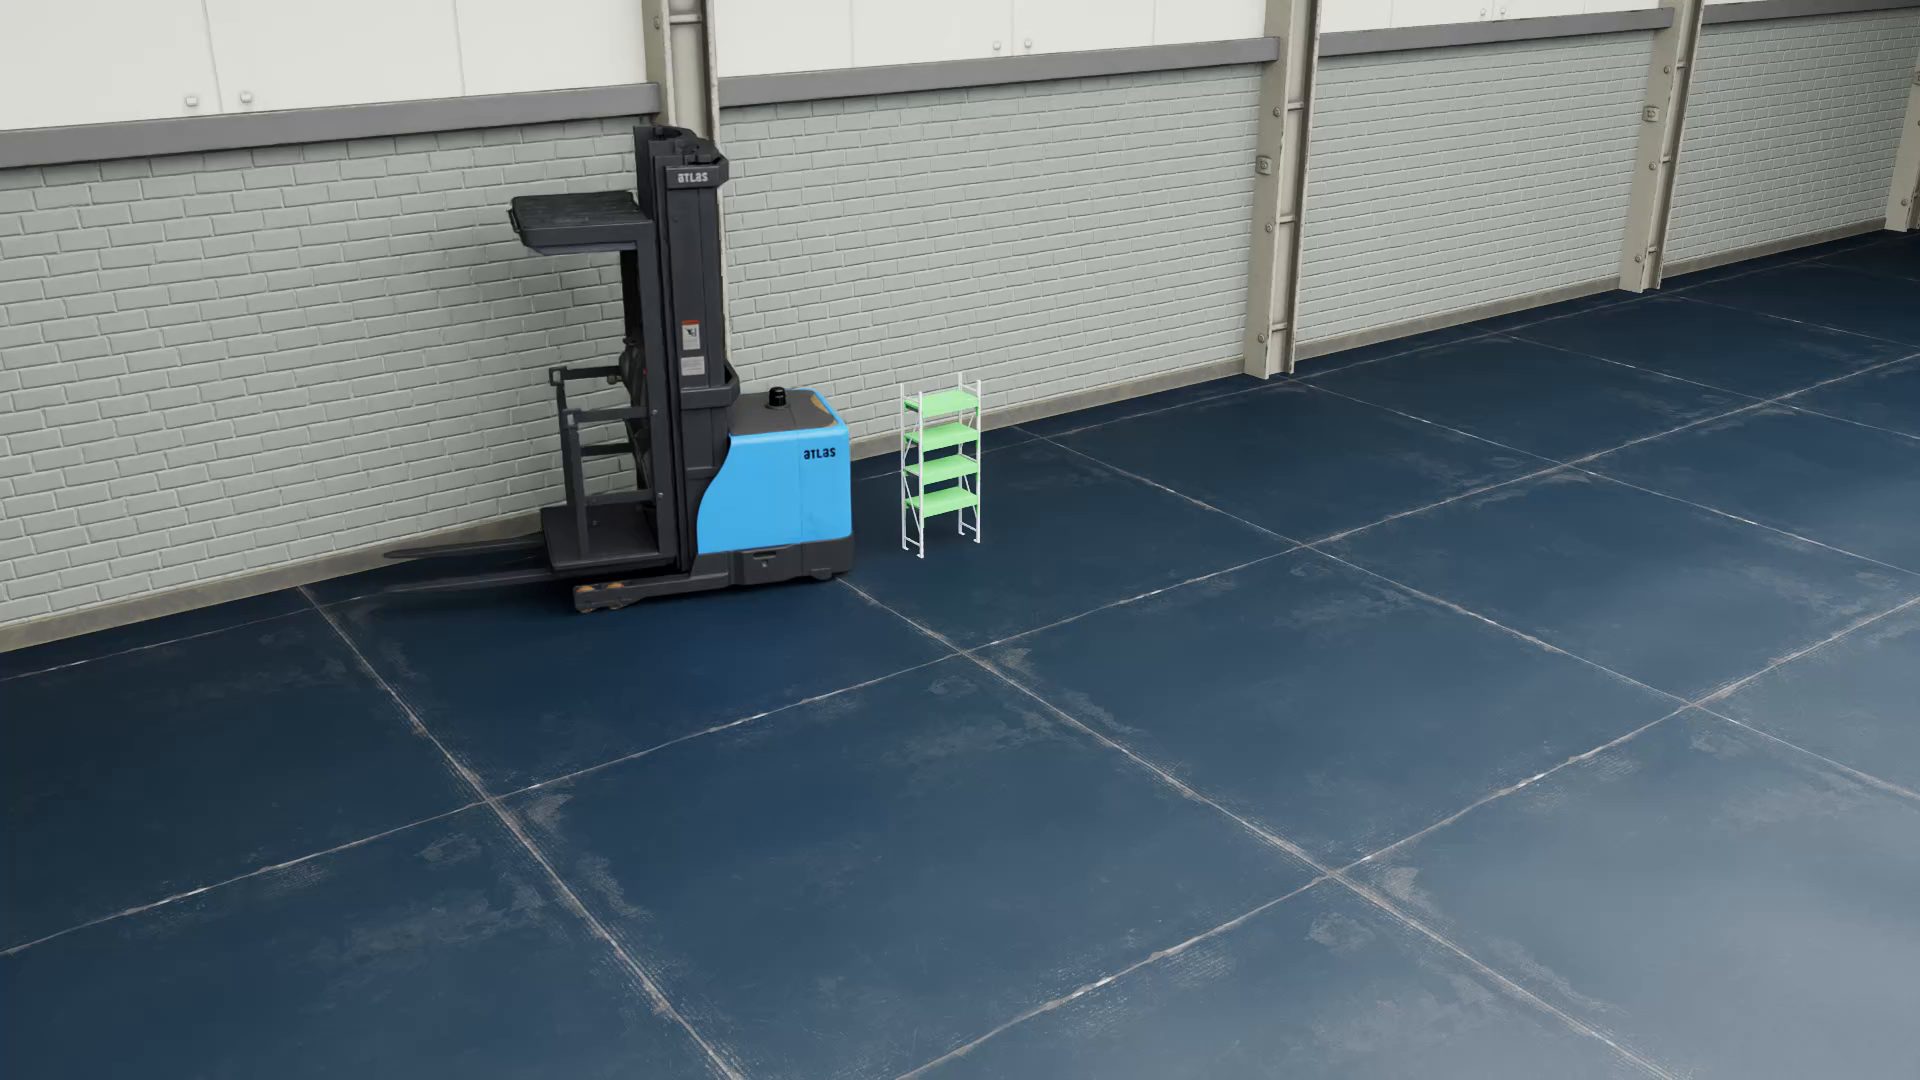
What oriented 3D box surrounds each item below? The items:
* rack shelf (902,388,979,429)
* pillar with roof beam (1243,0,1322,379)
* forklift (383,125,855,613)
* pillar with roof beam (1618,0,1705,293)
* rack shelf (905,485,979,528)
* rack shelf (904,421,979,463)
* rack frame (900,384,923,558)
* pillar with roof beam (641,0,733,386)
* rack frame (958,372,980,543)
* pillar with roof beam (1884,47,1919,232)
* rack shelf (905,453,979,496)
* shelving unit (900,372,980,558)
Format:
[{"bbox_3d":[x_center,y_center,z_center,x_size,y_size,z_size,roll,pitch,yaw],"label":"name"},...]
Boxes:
[{"bbox_3d":[-0.134,-0.908,11.430,0.480,0.148,0.258,-15,26,-33],"label":"rack shelf"},{"bbox_3d":[5.461,-4.490,11.007,0.400,9.000,9.100,-15,26,-33],"label":"pillar with roof beam"},{"bbox_3d":[-2.289,-1.112,10.727,3.031,2.935,1.130,-7,23,-16],"label":"forklift"},{"bbox_3d":[10.331,-5.789,14.261,0.400,9.000,9.100,-15,26,-33],"label":"pillar with roof beam"},{"bbox_3d":[-0.134,-0.239,11.697,0.480,0.148,0.258,-15,26,-33],"label":"rack shelf"},{"bbox_3d":[-0.134,-0.685,11.519,0.480,0.148,0.258,-15,26,-33],"label":"rack shelf"},{"bbox_3d":[-0.332,-0.469,11.452,0.015,1.200,0.240,-15,26,-33],"label":"rack frame"},{"bbox_3d":[0.590,-3.191,7.752,0.400,9.000,9.100,-15,26,-33],"label":"pillar with roof beam"},{"bbox_3d":[0.064,-0.574,11.717,0.015,1.200,0.240,-15,26,-33],"label":"rack frame"},{"bbox_3d":[15.202,-7.088,17.516,0.400,9.000,9.100,-15,26,-33],"label":"pillar with roof beam"},{"bbox_3d":[-0.134,-0.462,11.608,0.480,0.148,0.258,-15,26,-33],"label":"rack shelf"},{"bbox_3d":[-0.134,-0.521,11.584,0.503,1.200,0.258,-15,26,-33],"label":"shelving unit"}]
